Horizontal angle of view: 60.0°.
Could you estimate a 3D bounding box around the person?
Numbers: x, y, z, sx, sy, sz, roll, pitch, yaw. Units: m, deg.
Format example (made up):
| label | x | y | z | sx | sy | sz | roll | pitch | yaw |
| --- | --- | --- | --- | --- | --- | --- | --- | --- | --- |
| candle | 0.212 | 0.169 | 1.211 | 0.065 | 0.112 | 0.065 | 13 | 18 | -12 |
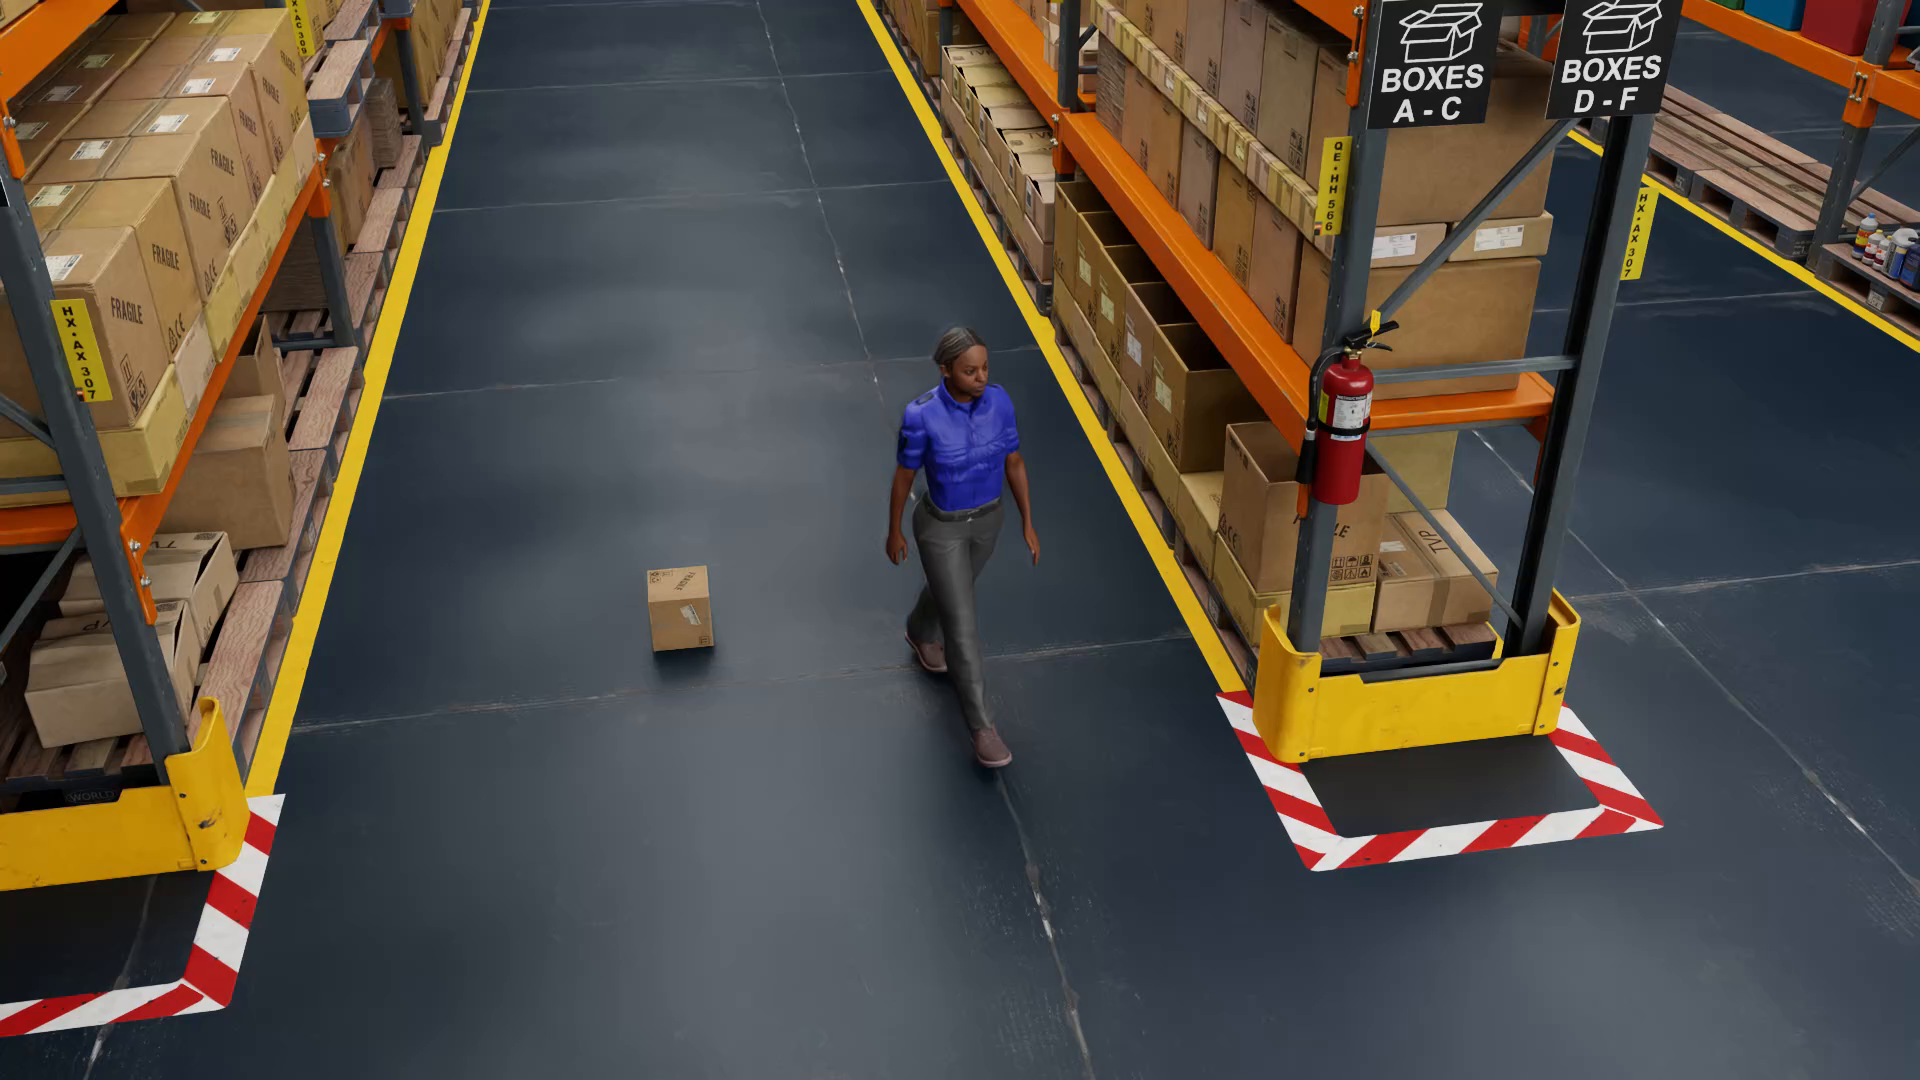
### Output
| label | x | y | z | sx | sy | sz | roll | pitch | yaw |
| --- | --- | --- | --- | --- | --- | --- | --- | --- | --- |
| person | 0.027 | -0.045 | 6.195 | 0.498 | 1.604 | 0.966 | -17 | 35 | -26 |
